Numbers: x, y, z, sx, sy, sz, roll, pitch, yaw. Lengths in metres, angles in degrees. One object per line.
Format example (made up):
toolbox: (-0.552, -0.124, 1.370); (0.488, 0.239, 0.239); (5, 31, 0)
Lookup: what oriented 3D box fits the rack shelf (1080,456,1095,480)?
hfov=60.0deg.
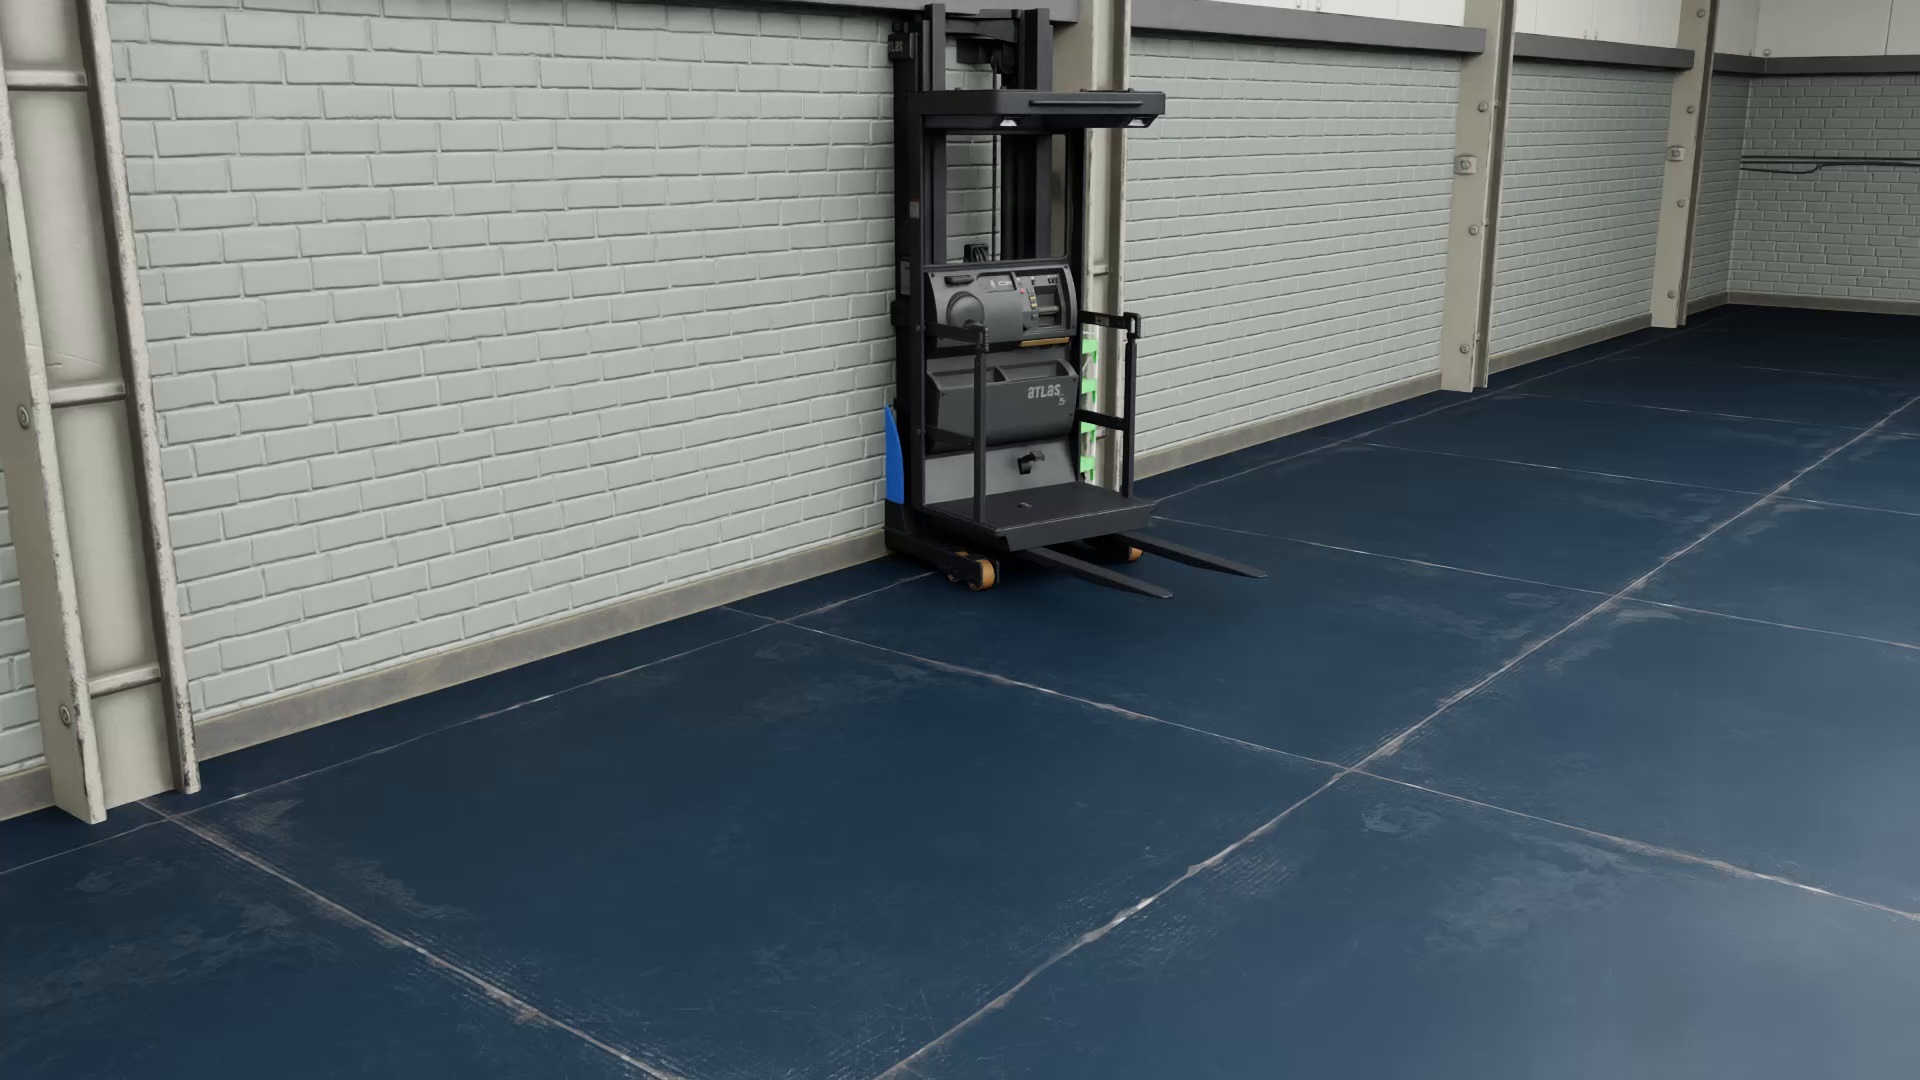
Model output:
rack shelf: (0.585, -0.408, 10.019); (0.258, 0.148, 0.480); (10, 17, 32)

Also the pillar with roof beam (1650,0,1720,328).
pillar with roof beam: (11.661, -6.220, 15.831); (9.100, 9.000, 0.400); (11, 18, 38)

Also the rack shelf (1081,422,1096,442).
rack shelf: (0.586, -0.640, 9.960); (0.258, 0.148, 0.480); (10, 17, 32)

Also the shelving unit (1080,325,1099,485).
shelving unit: (0.587, -0.702, 9.944); (0.258, 1.200, 0.503); (10, 17, 32)

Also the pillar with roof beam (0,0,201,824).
pillar with roof beam: (0.348, -2.773, 2.261); (9.100, 9.000, 0.400); (11, 18, 38)

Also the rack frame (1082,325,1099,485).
rack frame: (0.721, -0.751, 10.142); (0.240, 1.200, 0.015); (10, 17, 32)

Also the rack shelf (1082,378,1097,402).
rack shelf: (0.588, -0.873, 9.901); (0.258, 0.148, 0.480); (10, 17, 32)

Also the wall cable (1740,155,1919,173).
wall cable: (11.193, -5.741, 20.251); (3.097, 2.526, 0.112); (11, 18, 38)

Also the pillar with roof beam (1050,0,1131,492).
pillar with roof beam: (4.119, -3.922, 6.784); (9.100, 9.000, 0.400); (11, 18, 38)

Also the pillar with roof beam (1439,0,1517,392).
pillar with roof beam: (7.890, -5.071, 11.307); (9.100, 9.000, 0.400); (11, 18, 38)

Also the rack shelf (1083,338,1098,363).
rack shelf: (0.589, -1.105, 9.842); (0.258, 0.148, 0.480); (10, 17, 32)

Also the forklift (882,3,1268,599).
forklift: (0.357, -1.293, 8.760); (1.130, 2.935, 3.031); (-10, 17, -33)
